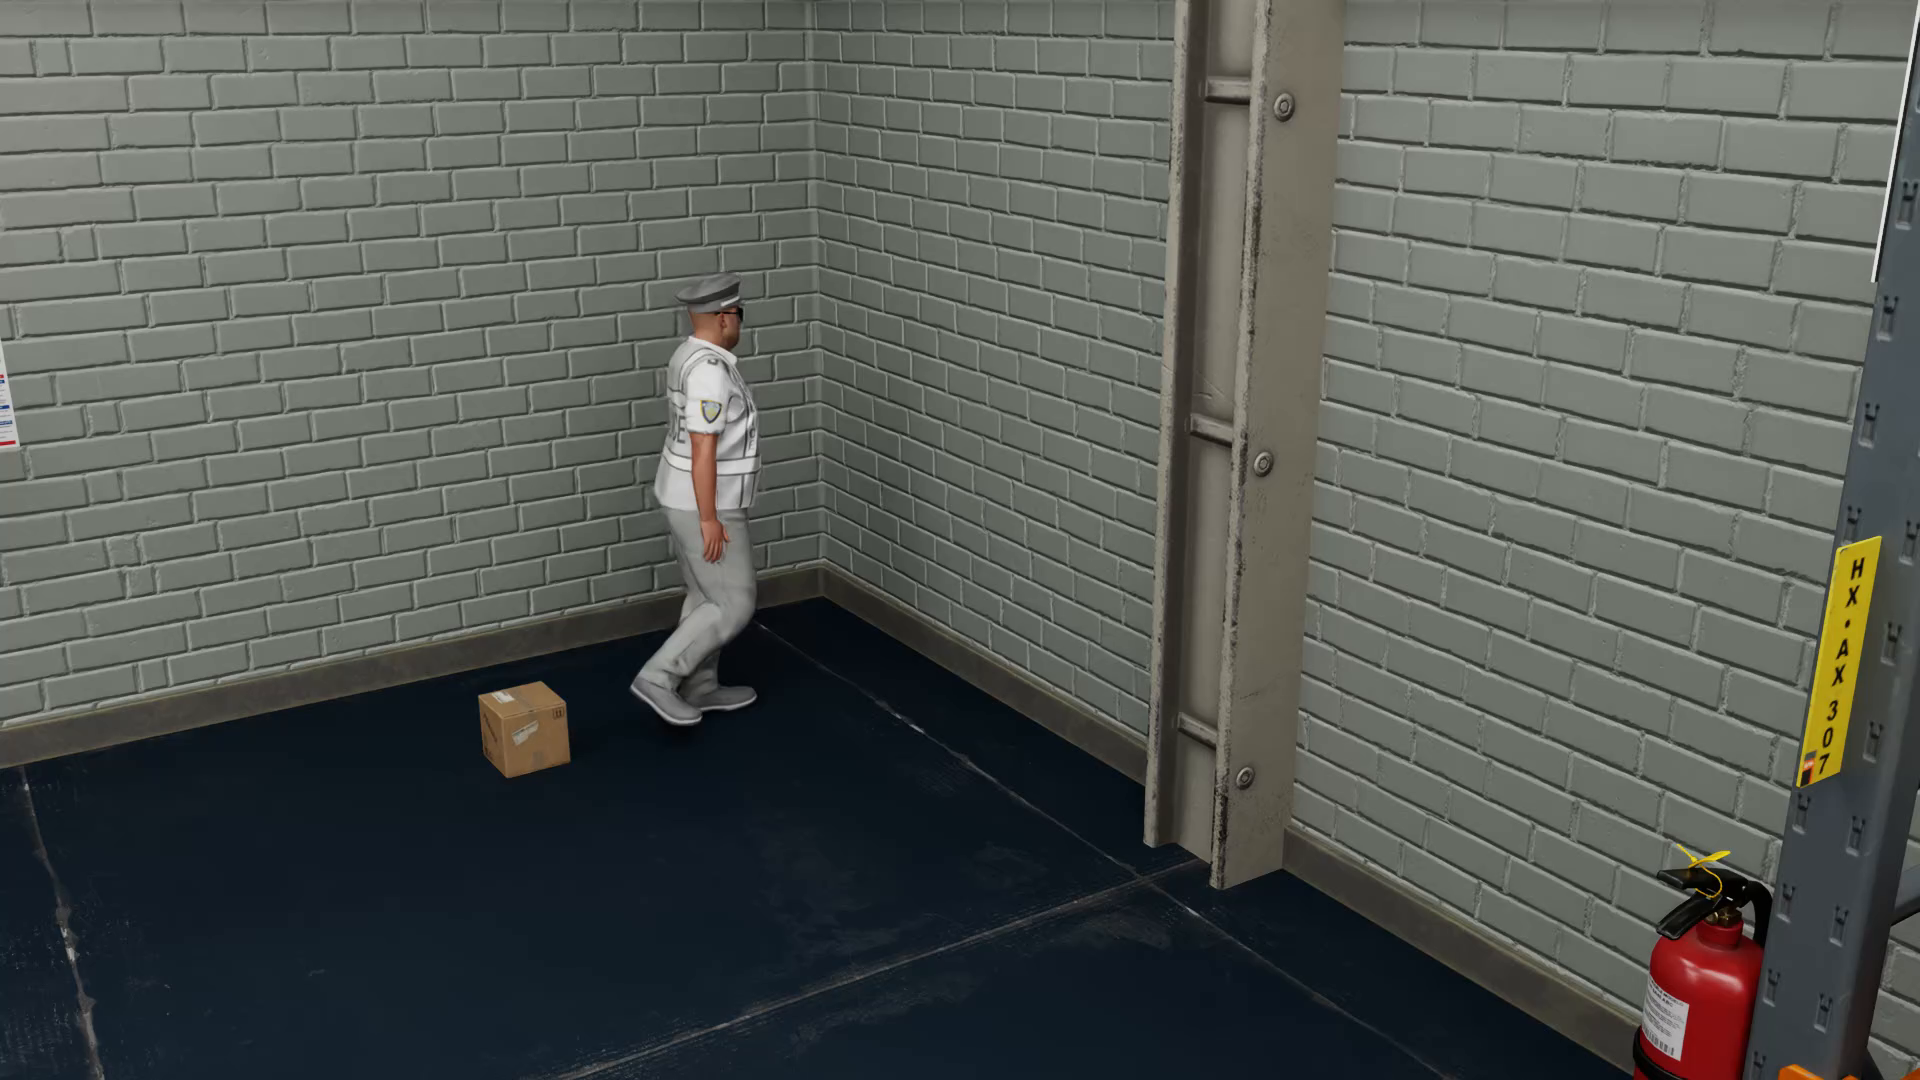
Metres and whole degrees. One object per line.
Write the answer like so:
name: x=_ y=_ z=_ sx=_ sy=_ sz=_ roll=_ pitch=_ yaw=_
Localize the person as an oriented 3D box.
person: x=-1.049 y=-0.130 z=6.431 sx=0.568 sy=1.754 sz=0.602 roll=-6 pitch=19 yaw=-17
